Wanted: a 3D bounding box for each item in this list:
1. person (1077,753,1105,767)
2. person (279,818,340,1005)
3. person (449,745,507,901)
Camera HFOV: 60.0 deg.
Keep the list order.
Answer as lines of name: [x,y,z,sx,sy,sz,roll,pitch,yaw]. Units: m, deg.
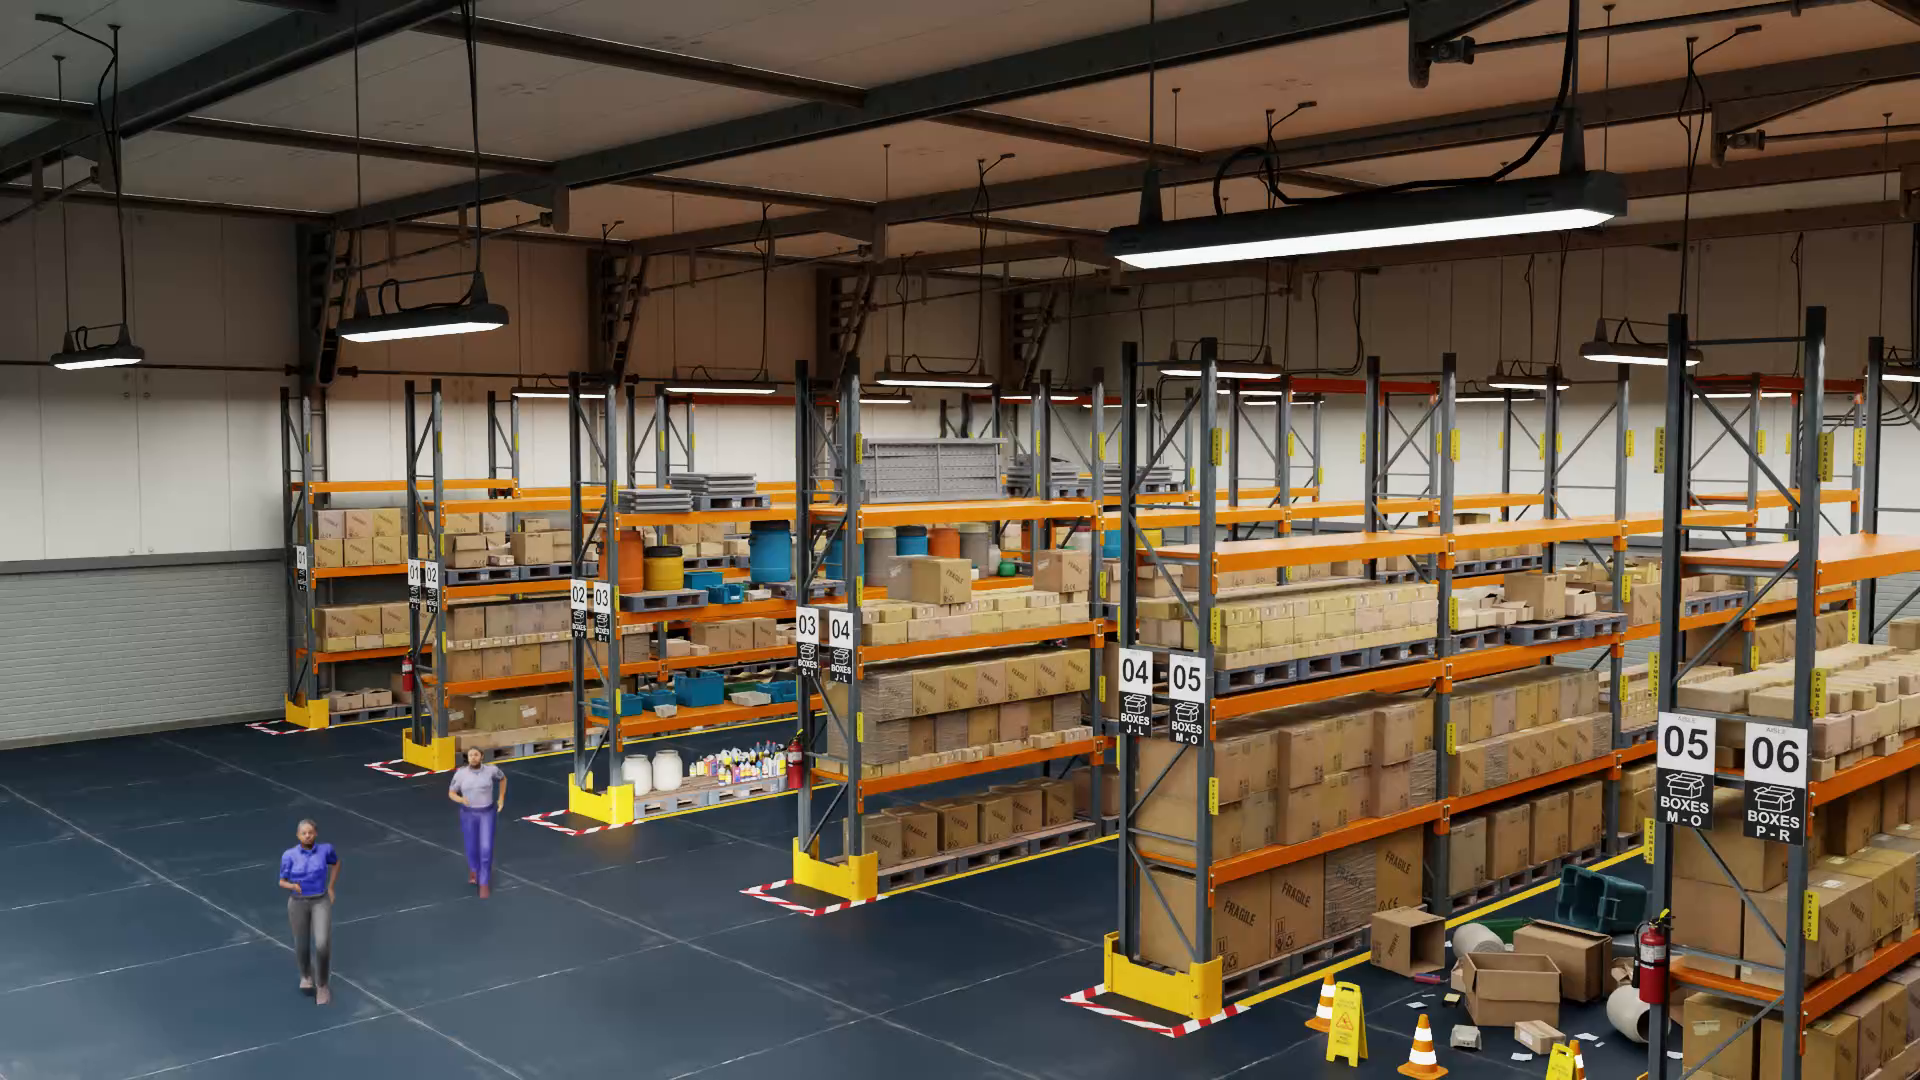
person: [1.916,2.767,24.326,0.593,1.655,0.624,3,5,43]
person: [-5.923,3.380,15.163,0.523,1.695,0.765,-1,4,-20]
person: [-5.447,3.155,18.779,0.607,1.691,0.844,-1,4,-9]
